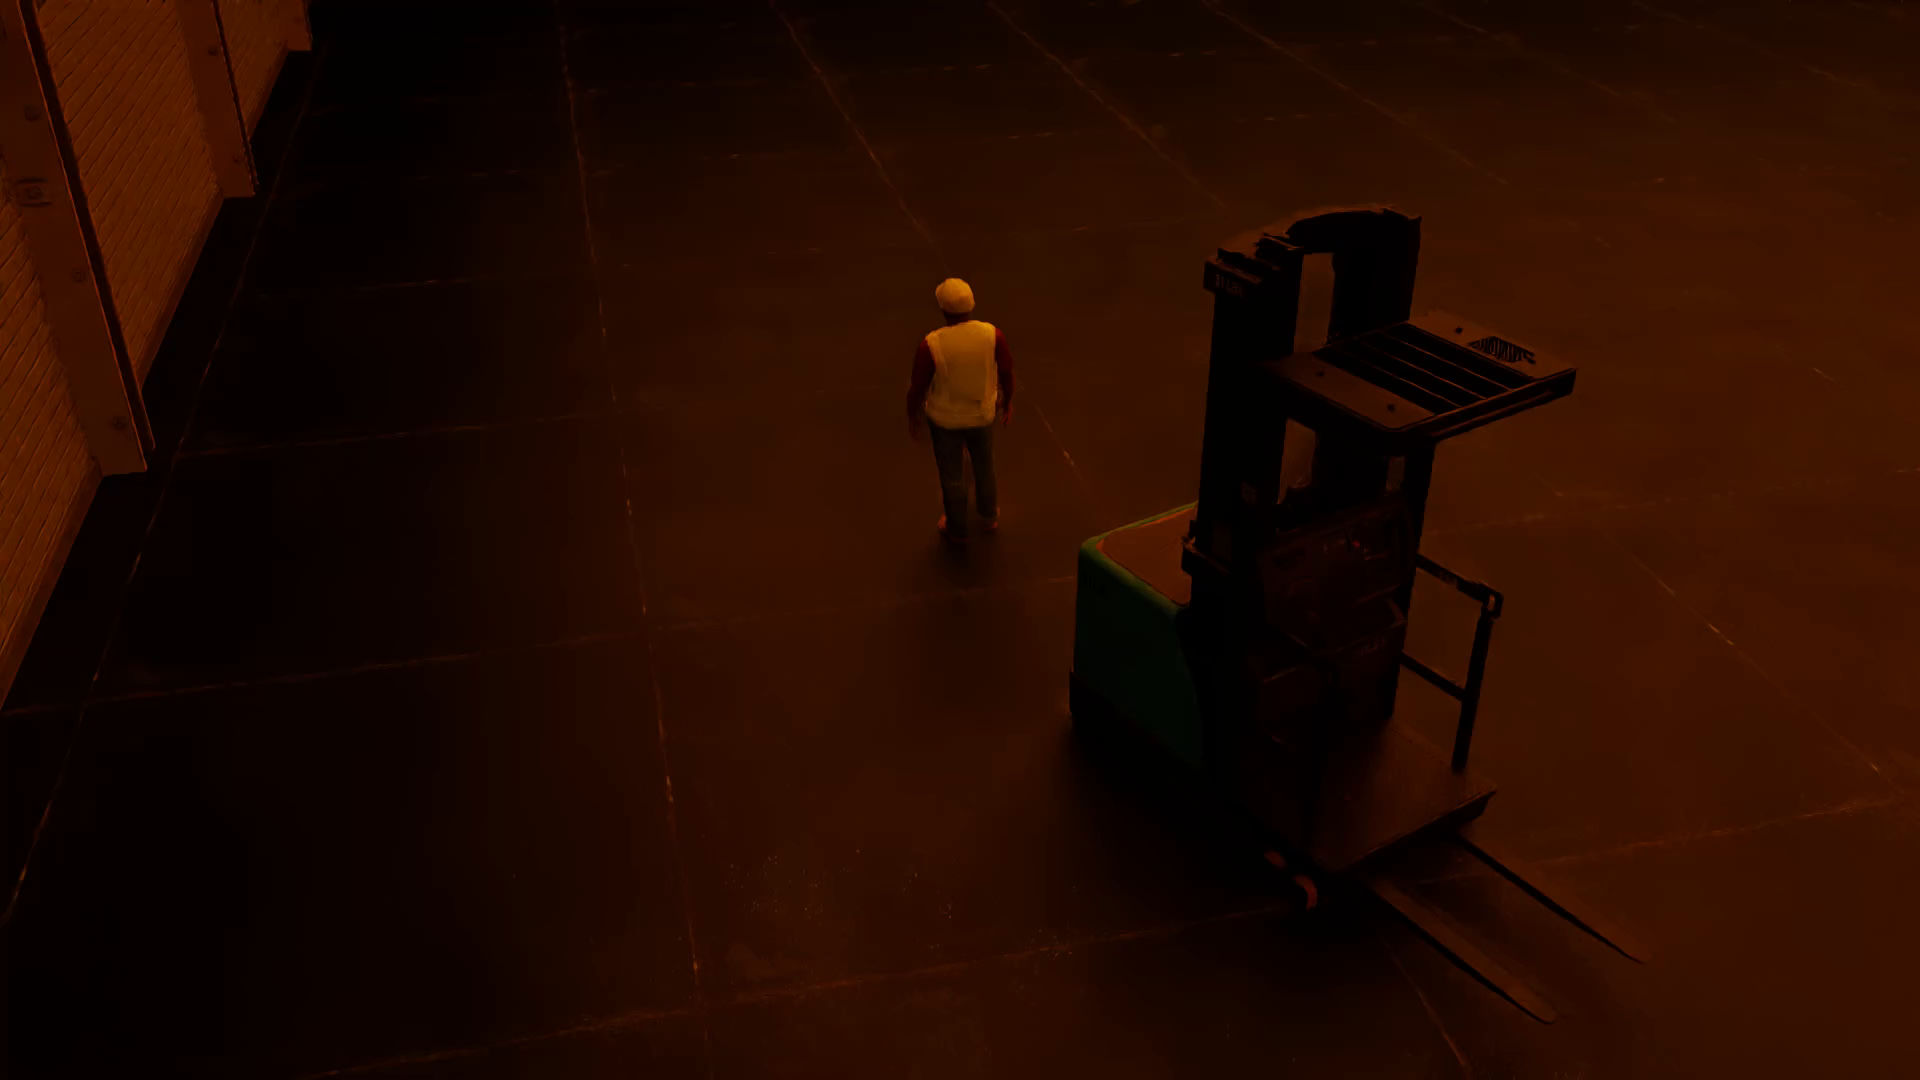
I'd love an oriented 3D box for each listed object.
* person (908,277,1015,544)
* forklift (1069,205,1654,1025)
[{"bbox_3d":[-0.011,-0.805,10.114,0.665,1.766,0.576,-7,31,-12],"label":"person"},{"bbox_3d":[1.813,0.148,7.318,1.130,2.935,3.031,-18,35,-29],"label":"forklift"}]
